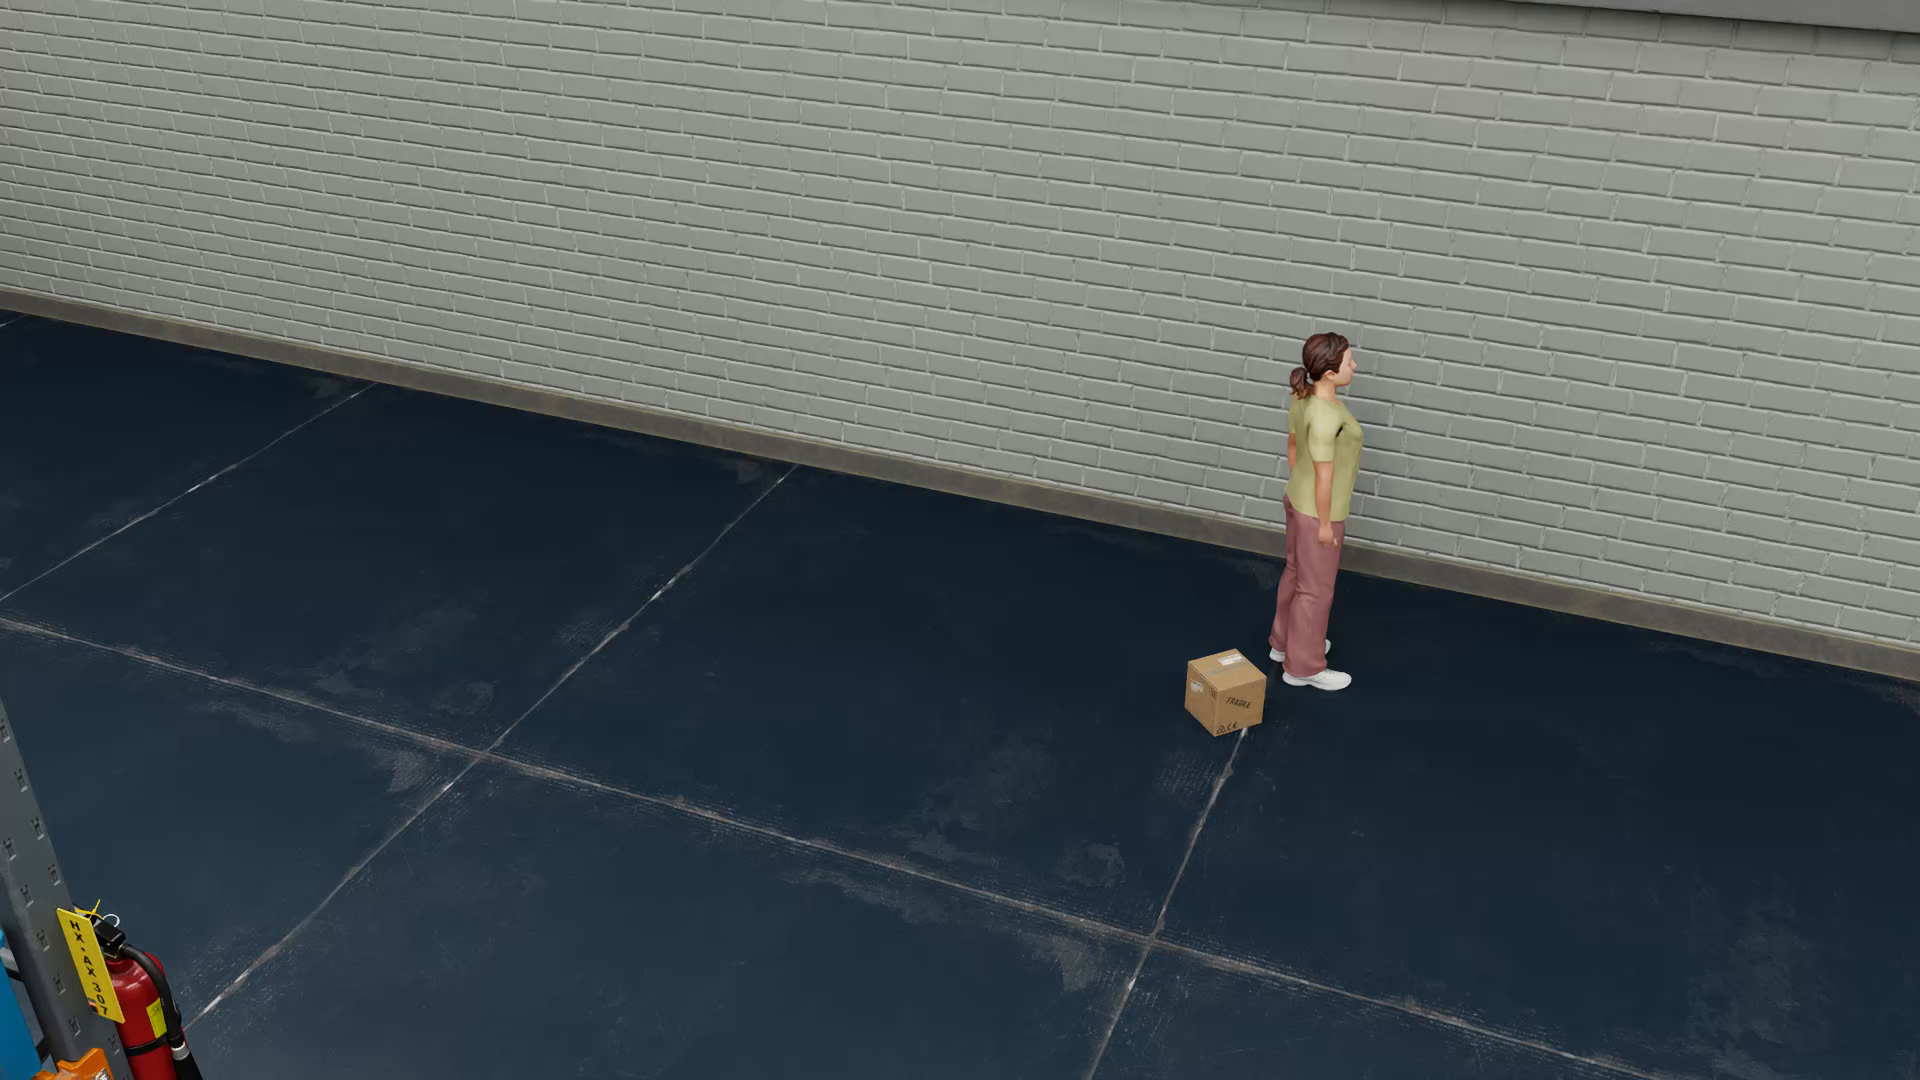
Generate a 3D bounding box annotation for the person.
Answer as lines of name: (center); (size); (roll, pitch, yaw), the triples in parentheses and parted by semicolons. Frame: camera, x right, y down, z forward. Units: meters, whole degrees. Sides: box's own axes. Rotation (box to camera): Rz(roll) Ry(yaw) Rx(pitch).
person: (1.583, -0.134, 7.367); (0.382, 1.671, 0.430); (-3, 30, -6)
